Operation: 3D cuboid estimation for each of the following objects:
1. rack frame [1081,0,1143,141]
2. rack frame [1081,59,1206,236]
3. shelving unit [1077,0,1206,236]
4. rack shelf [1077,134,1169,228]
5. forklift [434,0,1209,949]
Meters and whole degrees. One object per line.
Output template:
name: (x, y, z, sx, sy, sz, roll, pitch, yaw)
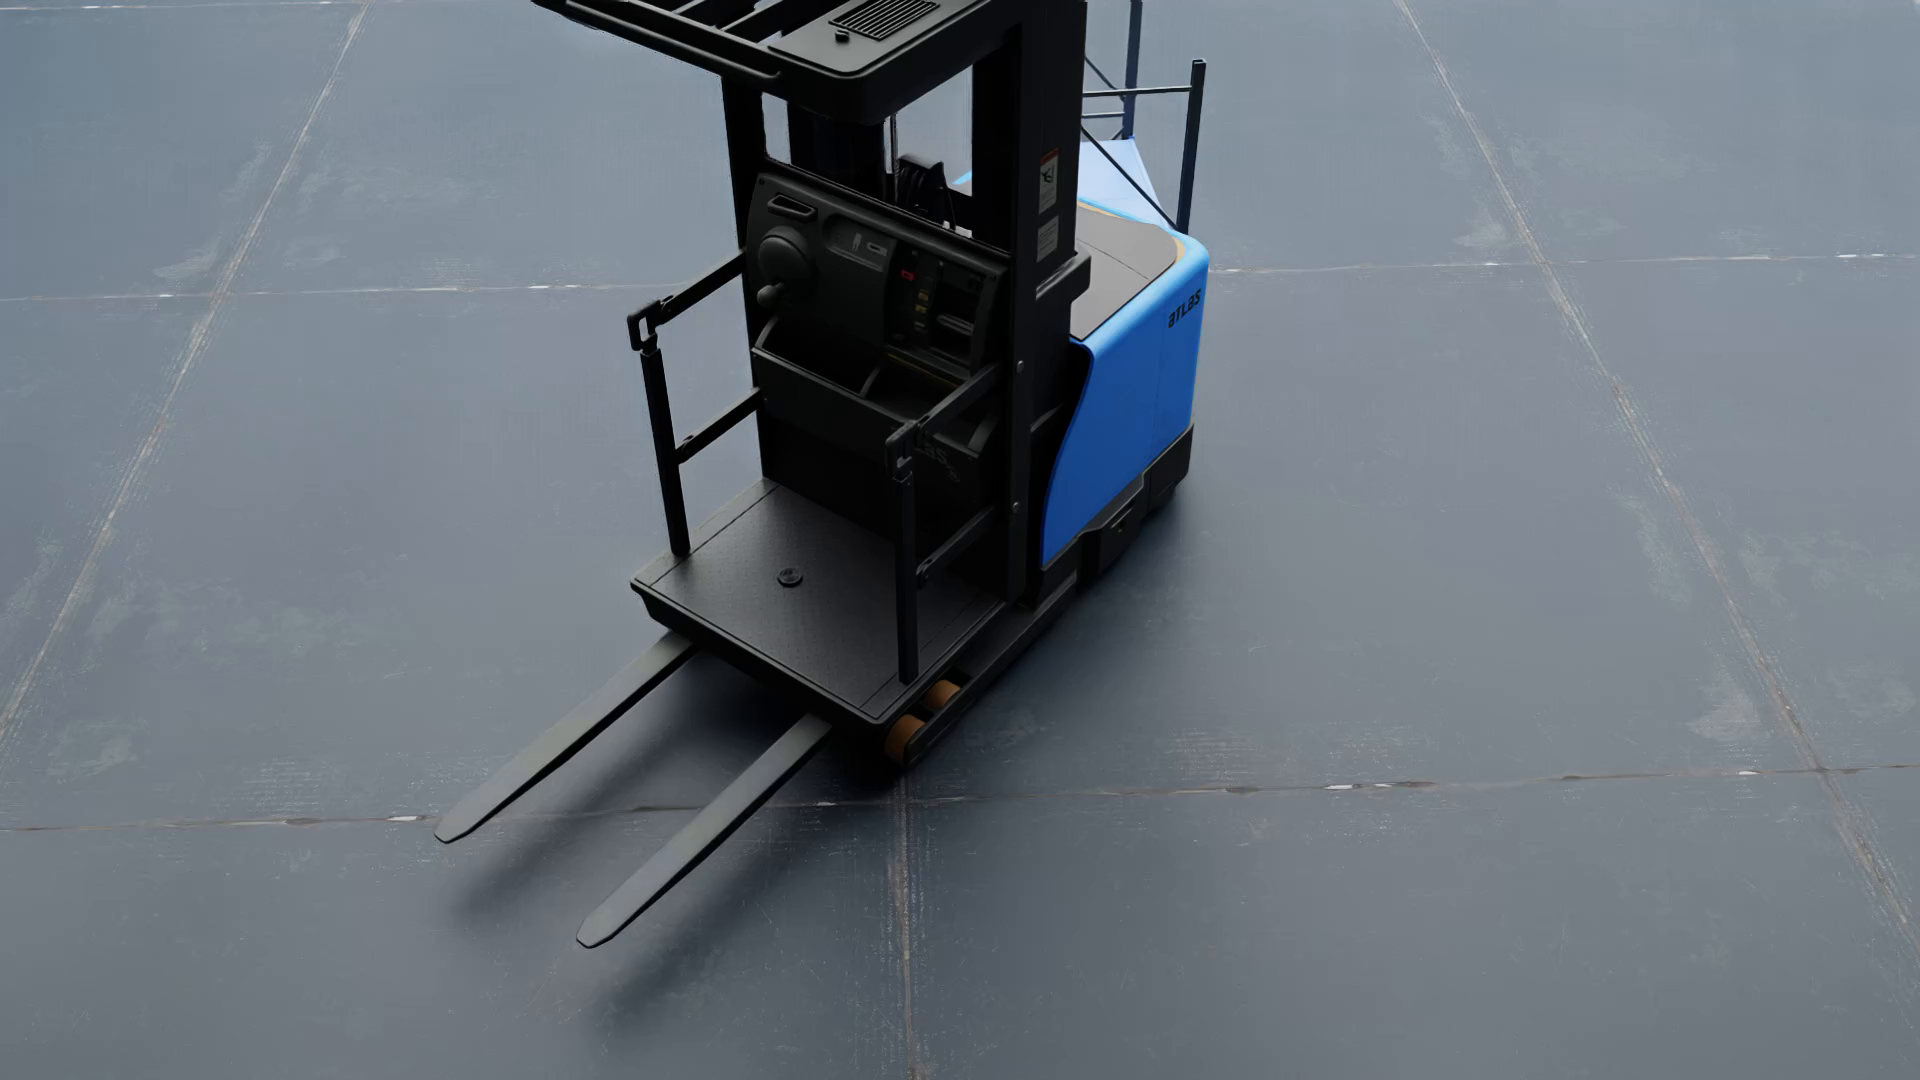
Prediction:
rack frame: (0.496, -1.804, 7.108, 0.500, 1.500, 0.032, -5, 43, -5)
rack frame: (0.620, -1.122, 6.364, 0.500, 1.500, 0.032, -5, 43, -5)
shelving unit: (0.558, -1.463, 6.736, 0.538, 1.500, 1.048, -5, 43, -5)
rack shelf: (0.558, -1.330, 6.858, 0.538, 0.185, 1.000, -5, 43, -5)
forklift: (-0.399, -0.721, 4.868, 1.130, 2.935, 3.031, 27, 49, 26)
